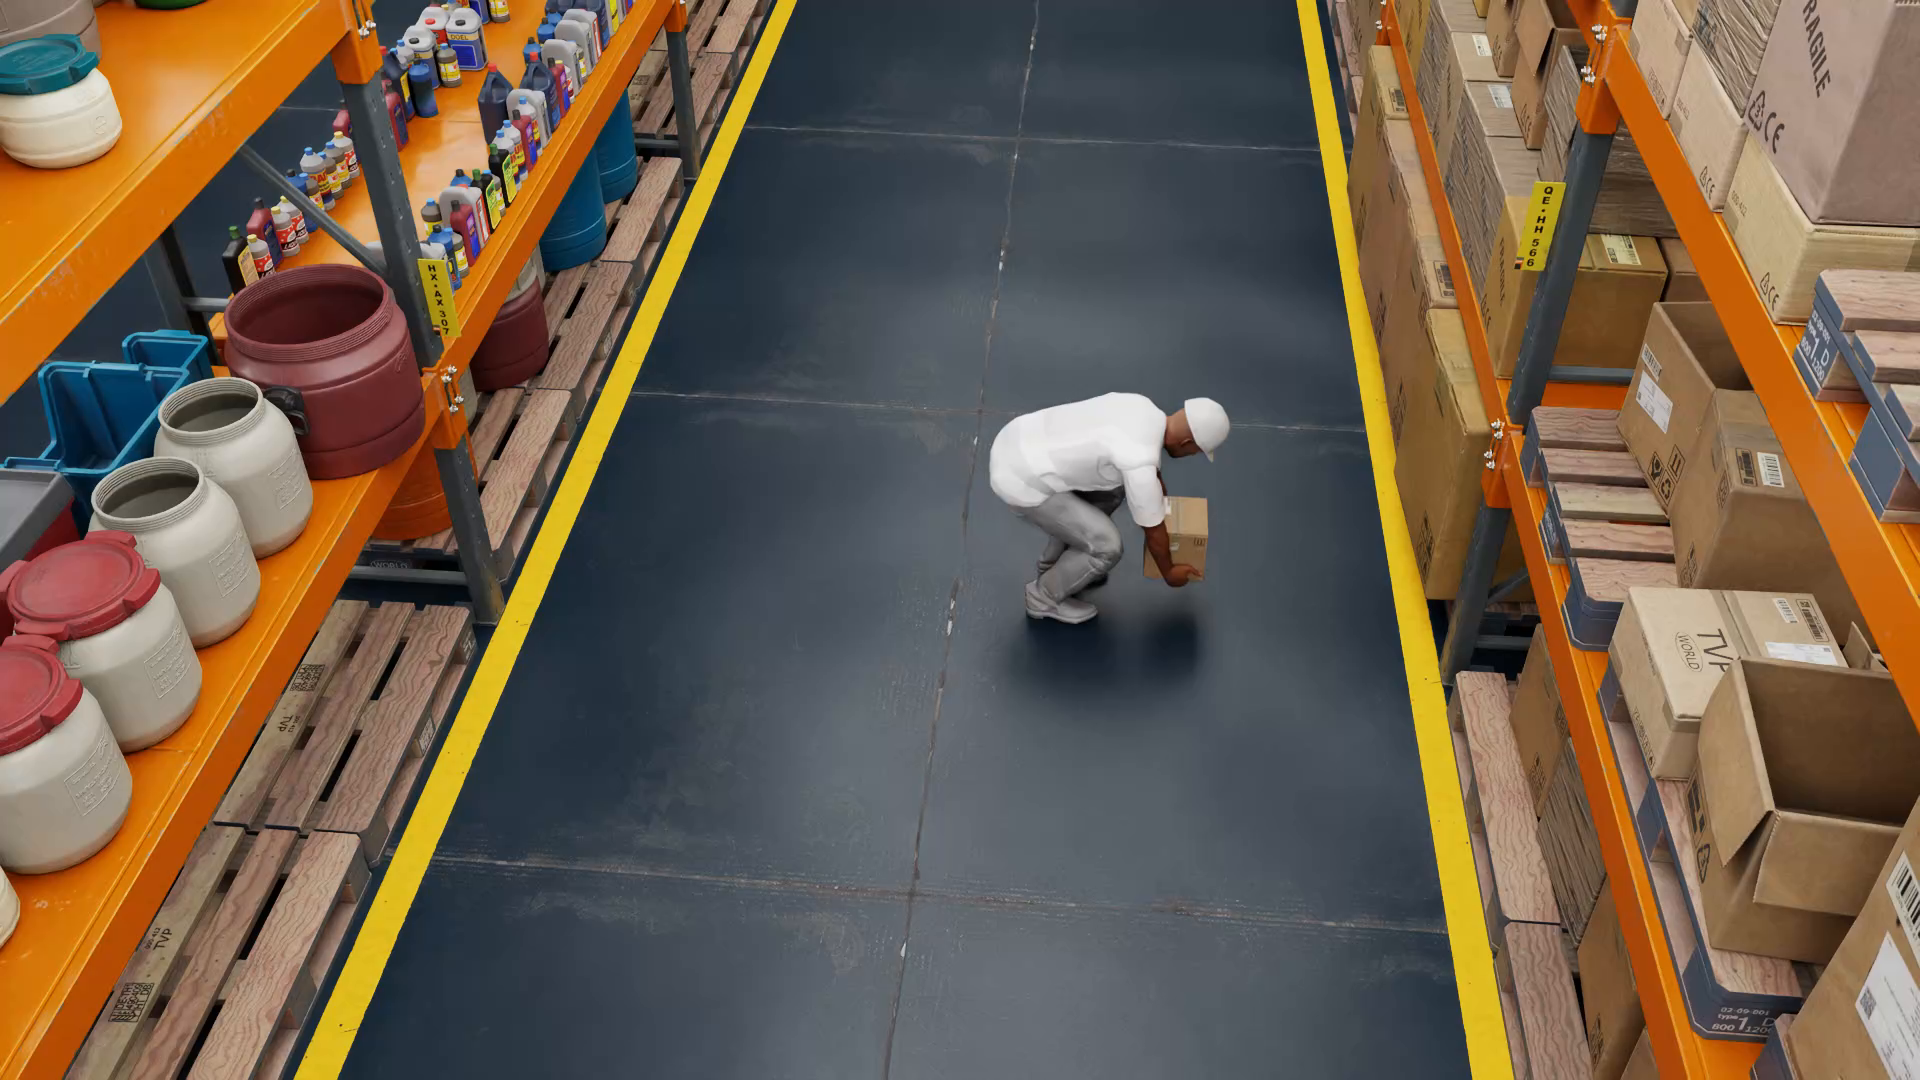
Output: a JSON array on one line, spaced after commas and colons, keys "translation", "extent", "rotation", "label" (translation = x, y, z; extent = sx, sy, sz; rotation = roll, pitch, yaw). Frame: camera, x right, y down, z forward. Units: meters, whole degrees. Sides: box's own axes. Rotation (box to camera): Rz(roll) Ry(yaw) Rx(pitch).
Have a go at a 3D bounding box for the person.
[{"translation": [0.600, -0.163, 6.917], "extent": [0.958, 1.019, 0.527], "rotation": [2, 40, 2], "label": "person"}]
